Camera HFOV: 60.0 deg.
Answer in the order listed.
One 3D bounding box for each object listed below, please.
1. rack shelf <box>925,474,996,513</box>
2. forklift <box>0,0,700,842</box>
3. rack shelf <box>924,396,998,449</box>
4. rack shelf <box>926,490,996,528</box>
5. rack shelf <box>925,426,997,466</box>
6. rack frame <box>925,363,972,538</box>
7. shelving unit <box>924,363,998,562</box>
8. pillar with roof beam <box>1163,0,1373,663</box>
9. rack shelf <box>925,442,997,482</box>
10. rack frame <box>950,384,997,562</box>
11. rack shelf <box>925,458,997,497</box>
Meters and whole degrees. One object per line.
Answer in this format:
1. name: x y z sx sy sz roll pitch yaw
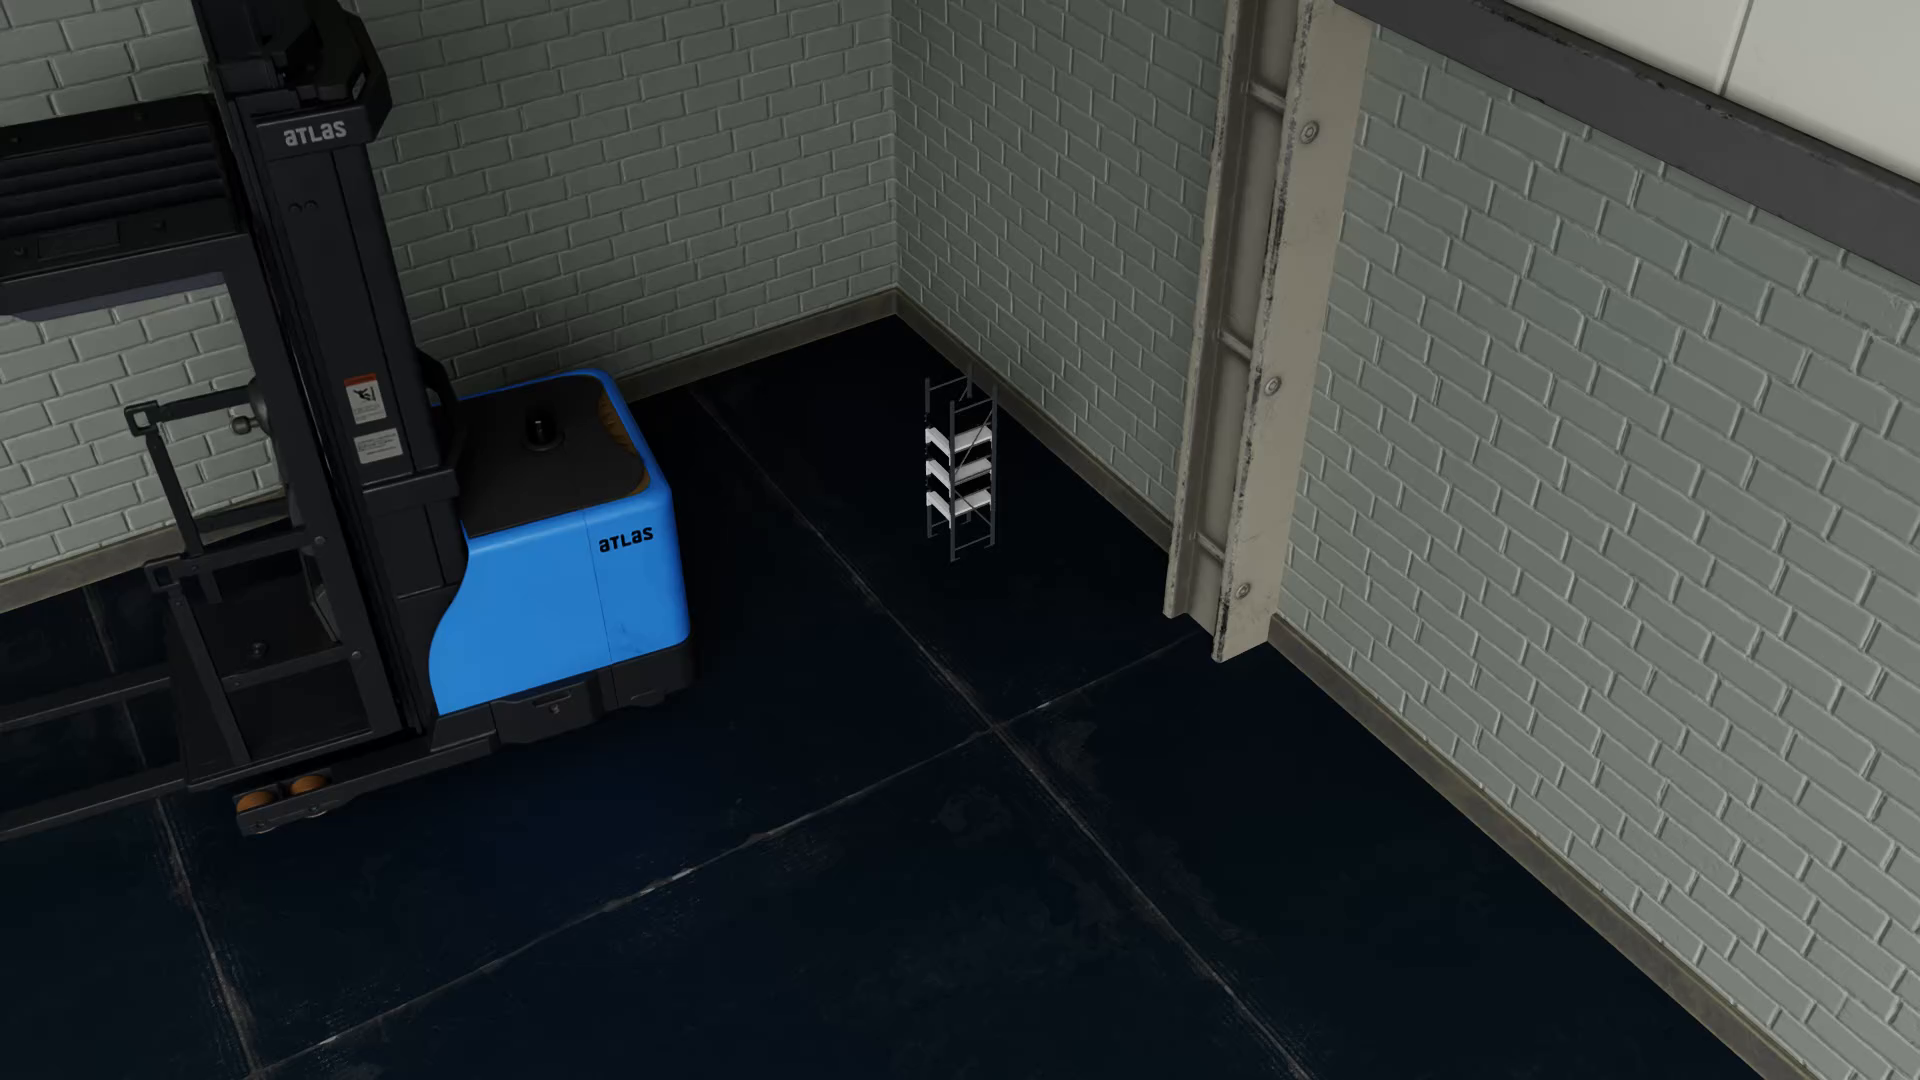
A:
1. rack shelf: 0.004 -0.247 7.596 0.258 0.077 0.200 -22 45 -24
2. forklift: -2.659 -0.376 5.972 3.031 2.935 1.130 -16 43 -19
3. rack shelf: 0.004 -0.523 7.366 0.258 0.077 0.200 -22 45 -24
4. rack shelf: 0.004 -0.177 7.654 0.258 0.077 0.200 -22 45 -24
5. rack shelf: 0.004 -0.454 7.423 0.258 0.077 0.200 -22 45 -24
6. rack frame: -0.050 -0.396 7.583 0.240 0.900 0.006 -22 45 -24
7. shelving unit: 0.004 -0.341 7.517 0.258 0.900 0.210 -22 45 -24
8. pillar with roof beam: -2.491 -1.602 2.703 9.100 9.000 0.400 -22 45 -24
9. rack shelf: 0.004 -0.385 7.481 0.258 0.077 0.200 -22 45 -24
10. rack frame: 0.059 -0.286 7.451 0.240 0.900 0.006 -22 45 -24
11. rack shelf: 0.004 -0.316 7.539 0.258 0.077 0.200 -22 45 -24
